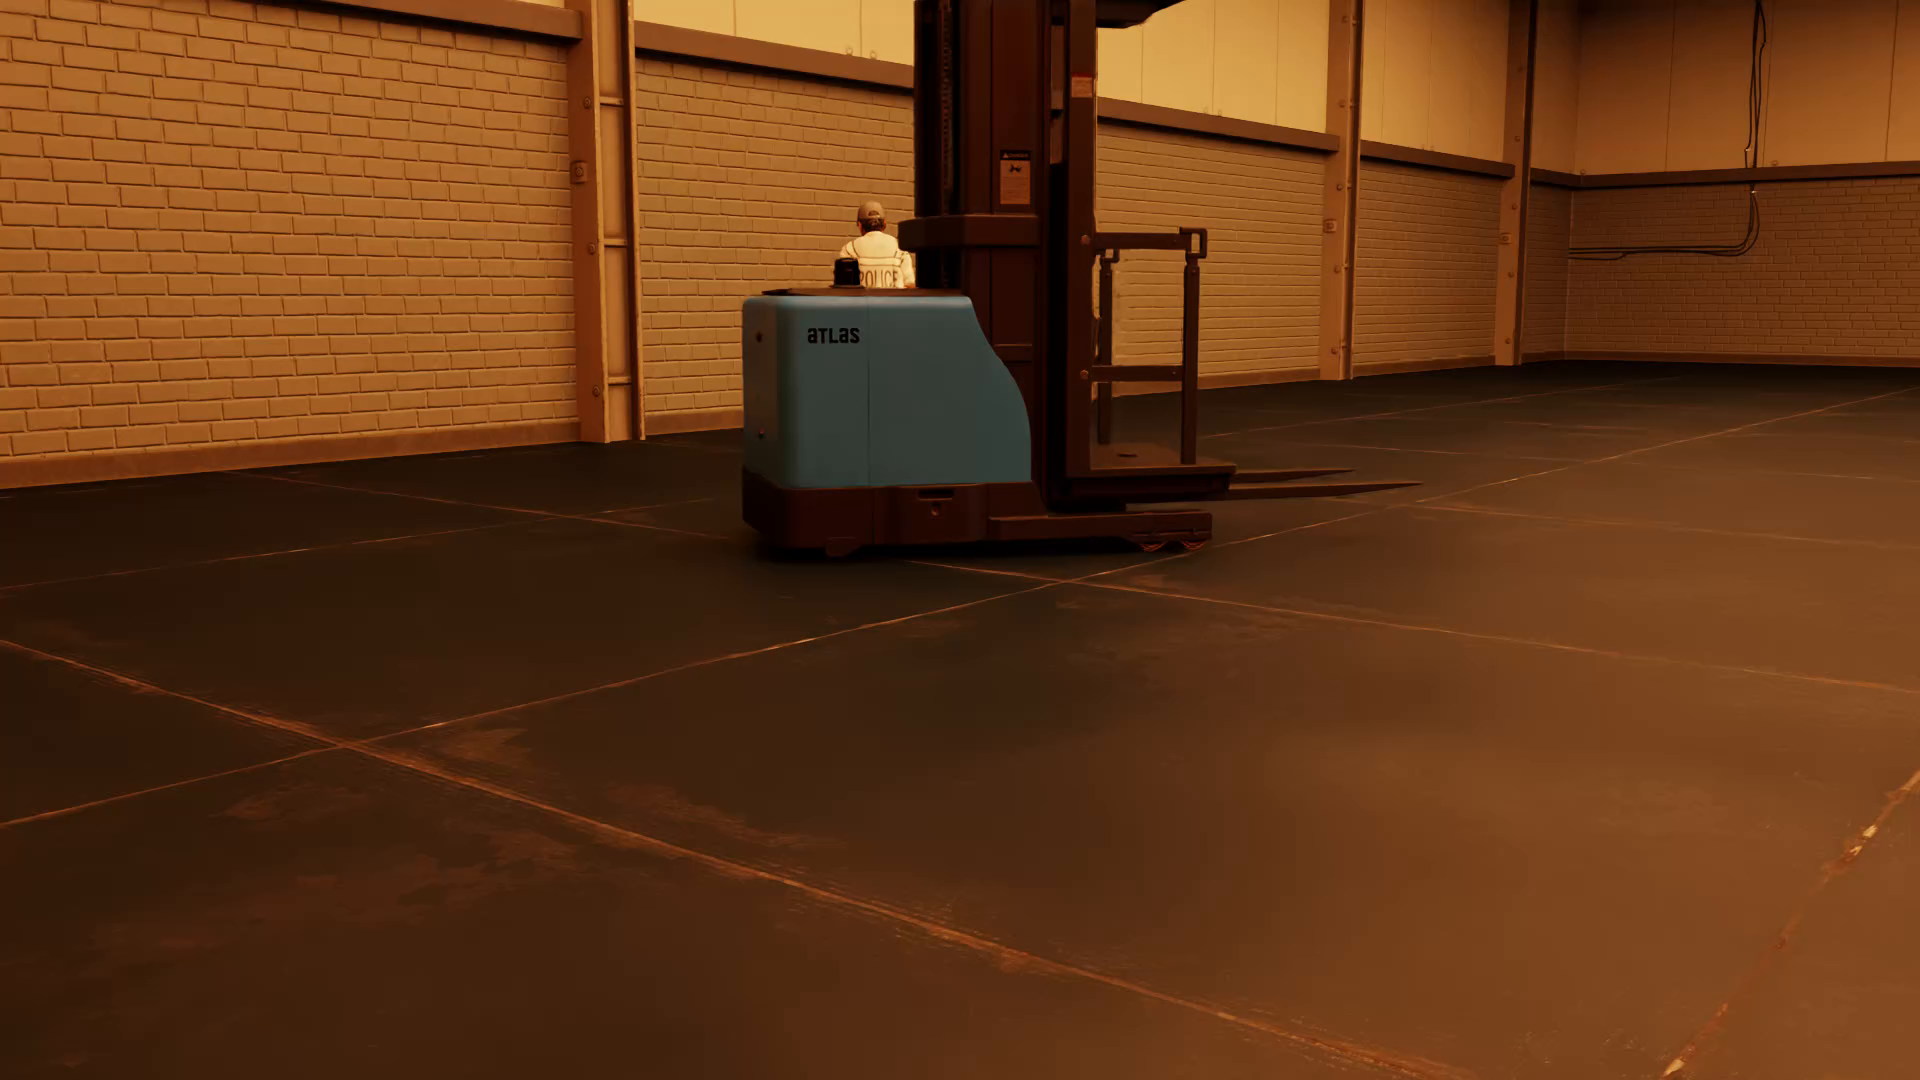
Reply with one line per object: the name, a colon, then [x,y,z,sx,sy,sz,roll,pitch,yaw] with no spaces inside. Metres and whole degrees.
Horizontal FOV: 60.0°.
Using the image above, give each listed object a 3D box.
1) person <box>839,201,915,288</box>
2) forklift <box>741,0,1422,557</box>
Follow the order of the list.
person: [-0.527,-1.274,10.397,0.530,1.670,0.459,-1,8,-9]
forklift: [0.585,-1.477,7.373,3.031,2.935,1.130,-2,9,-16]
